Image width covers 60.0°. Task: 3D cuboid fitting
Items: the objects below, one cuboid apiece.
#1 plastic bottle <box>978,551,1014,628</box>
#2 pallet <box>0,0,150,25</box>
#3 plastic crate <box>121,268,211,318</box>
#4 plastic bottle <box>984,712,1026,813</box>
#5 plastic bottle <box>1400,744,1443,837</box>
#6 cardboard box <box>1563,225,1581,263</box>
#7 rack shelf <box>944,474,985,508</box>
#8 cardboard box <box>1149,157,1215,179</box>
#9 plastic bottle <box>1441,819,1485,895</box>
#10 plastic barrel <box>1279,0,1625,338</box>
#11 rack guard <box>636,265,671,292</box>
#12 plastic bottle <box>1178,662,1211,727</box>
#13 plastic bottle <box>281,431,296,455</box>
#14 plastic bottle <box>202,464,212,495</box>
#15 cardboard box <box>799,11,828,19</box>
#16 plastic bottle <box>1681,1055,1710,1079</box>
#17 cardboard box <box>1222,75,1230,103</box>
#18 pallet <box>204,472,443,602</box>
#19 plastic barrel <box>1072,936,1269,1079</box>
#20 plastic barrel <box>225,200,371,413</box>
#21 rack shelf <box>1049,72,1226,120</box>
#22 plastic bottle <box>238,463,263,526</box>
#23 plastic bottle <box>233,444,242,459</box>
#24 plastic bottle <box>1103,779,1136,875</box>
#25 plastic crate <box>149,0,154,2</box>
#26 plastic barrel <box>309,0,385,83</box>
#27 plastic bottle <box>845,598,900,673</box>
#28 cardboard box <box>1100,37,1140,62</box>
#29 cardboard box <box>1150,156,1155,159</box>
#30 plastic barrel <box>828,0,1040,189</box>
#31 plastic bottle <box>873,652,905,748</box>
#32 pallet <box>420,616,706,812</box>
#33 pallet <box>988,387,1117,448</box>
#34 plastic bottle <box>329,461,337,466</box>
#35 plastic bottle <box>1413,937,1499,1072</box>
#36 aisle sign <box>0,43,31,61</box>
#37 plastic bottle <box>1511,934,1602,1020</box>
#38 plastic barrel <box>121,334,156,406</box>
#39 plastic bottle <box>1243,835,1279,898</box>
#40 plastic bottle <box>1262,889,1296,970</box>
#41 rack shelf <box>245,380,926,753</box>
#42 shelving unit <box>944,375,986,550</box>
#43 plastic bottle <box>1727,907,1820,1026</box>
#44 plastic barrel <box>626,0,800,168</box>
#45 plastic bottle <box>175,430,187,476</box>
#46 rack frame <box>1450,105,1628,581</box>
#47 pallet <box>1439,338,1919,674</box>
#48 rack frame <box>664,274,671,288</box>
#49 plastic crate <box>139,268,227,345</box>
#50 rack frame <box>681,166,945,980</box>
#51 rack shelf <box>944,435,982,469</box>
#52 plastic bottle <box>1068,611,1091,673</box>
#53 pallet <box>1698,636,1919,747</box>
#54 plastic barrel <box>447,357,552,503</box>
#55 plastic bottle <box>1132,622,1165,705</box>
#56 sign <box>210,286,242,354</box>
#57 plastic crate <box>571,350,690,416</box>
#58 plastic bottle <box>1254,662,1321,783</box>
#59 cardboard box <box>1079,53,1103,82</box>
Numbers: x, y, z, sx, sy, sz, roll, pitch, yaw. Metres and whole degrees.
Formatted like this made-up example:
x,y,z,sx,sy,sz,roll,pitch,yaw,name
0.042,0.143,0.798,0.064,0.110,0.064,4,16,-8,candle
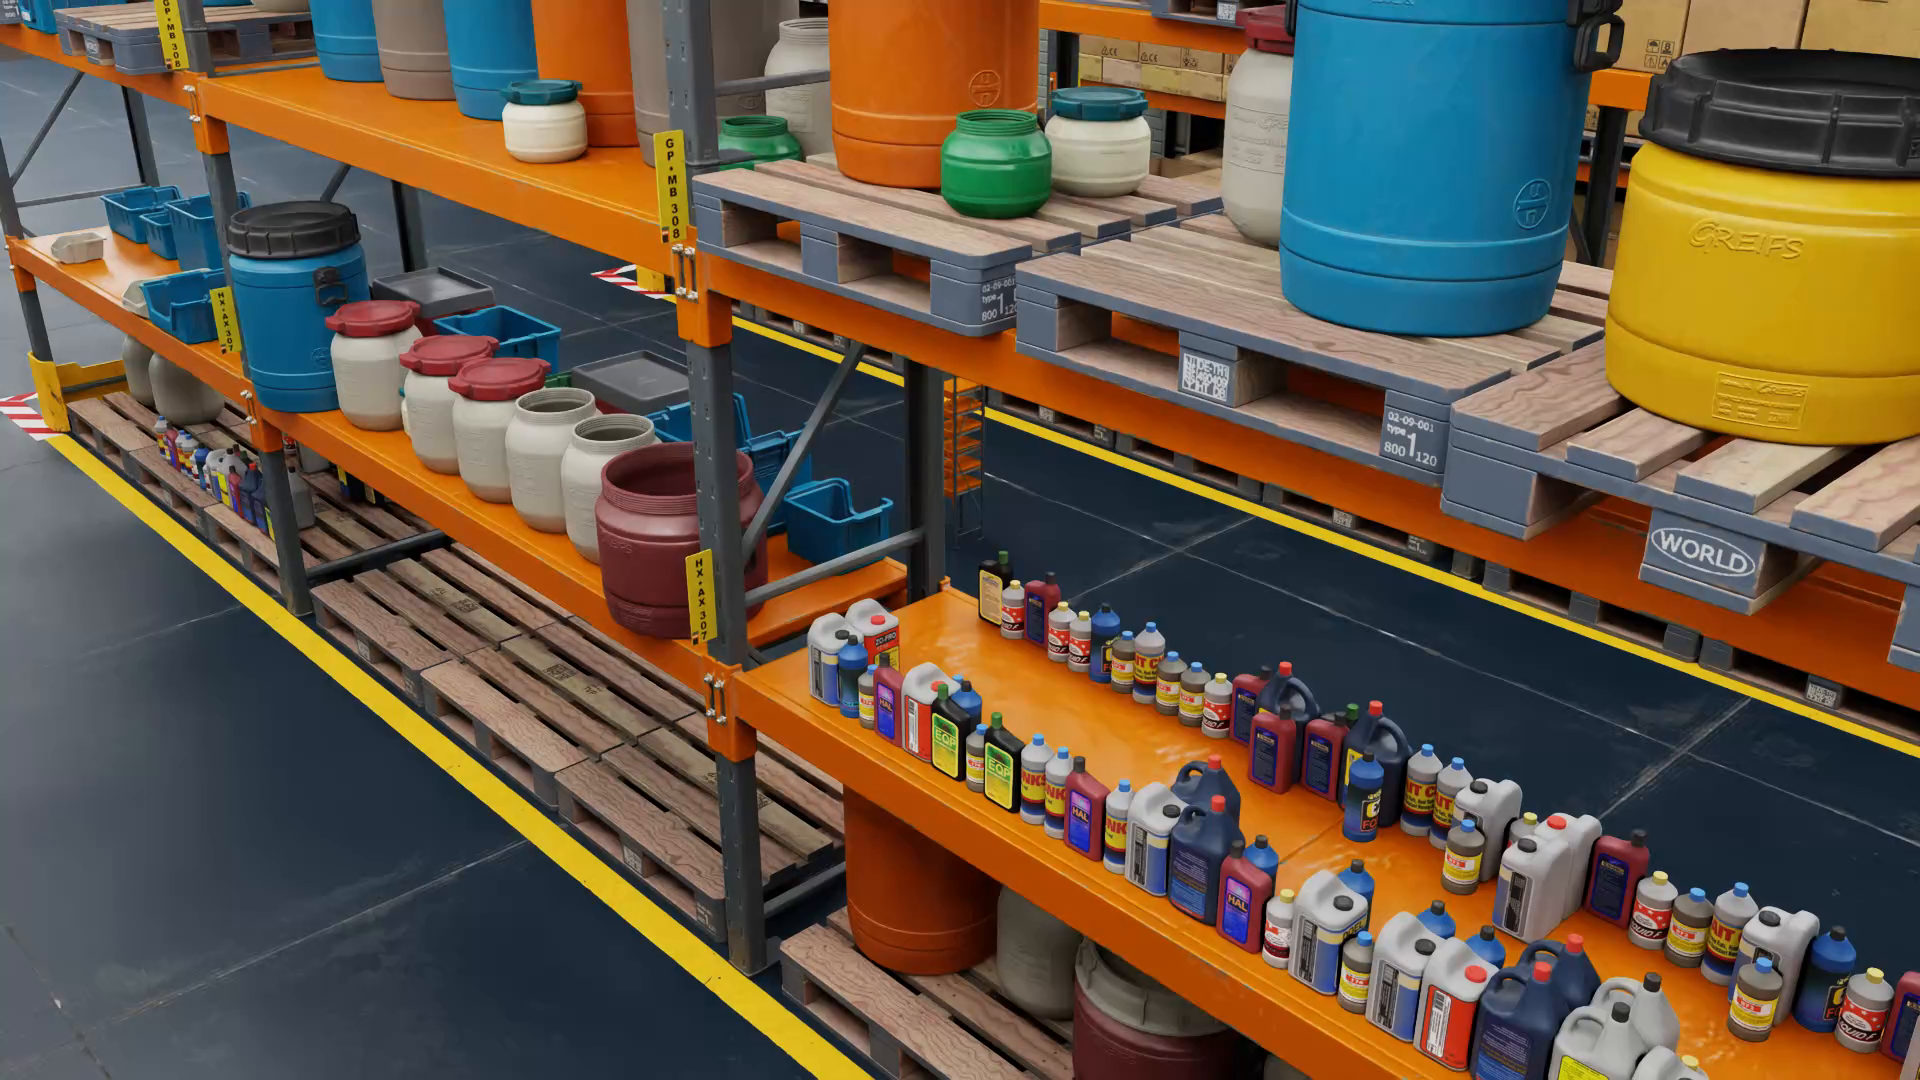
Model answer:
x,y,z,sx,sy,sz,roll,pitch,yaw,name
0.127,0.162,5.921,0.061,0.283,0.133,-21,32,-38,plastic bottle
-5.434,-3.317,10.020,1.003,0.211,1.213,-21,32,-38,pallet
-4.489,-1.405,9.532,0.530,0.136,0.437,-21,32,-38,plastic crate
0.131,0.647,4.858,0.061,0.283,0.133,-21,32,-38,plastic bottle
1.318,0.706,4.743,0.097,0.271,0.097,0,25,0,plastic bottle
5.261,-2.451,13.991,0.700,0.500,0.500,-21,32,-38,cardboard box
-0.010,-0.291,9.629,0.258,0.103,0.180,-21,32,-38,rack shelf
1.297,-2.157,10.744,0.500,0.500,0.500,-19,30,-35,cardboard box
1.365,0.852,4.508,0.097,0.201,0.097,0,25,0,plastic bottle
0.995,-0.938,3.468,0.600,0.901,0.708,-21,32,-38,plastic barrel
-2.327,-2.590,14.826,1.175,0.500,0.348,-21,32,-38,rack guard
0.750,0.486,5.309,0.097,0.201,0.097,0,25,0,plastic bottle
-4.184,-0.644,10.389,0.097,0.201,0.097,0,25,0,plastic bottle
-4.406,-0.379,9.809,0.097,0.201,0.097,0,25,0,plastic bottle
-0.913,-3.733,12.635,0.700,0.500,0.500,-21,32,-38,cardboard box
1.597,1.230,3.678,0.097,0.201,0.097,0,25,0,plastic bottle
2.803,-4.215,15.531,0.500,0.250,0.500,-21,32,-39,cardboard box
-3.623,-0.051,9.608,1.003,0.211,1.213,-21,32,-38,pallet
0.658,1.499,5.249,0.600,0.588,0.708,-21,32,-38,plastic barrel
-3.152,-1.129,8.008,0.600,0.901,0.708,-21,32,-38,plastic barrel
2.670,-4.193,16.195,1.077,0.370,4.000,-21,32,-38,rack shelf
-3.976,-0.271,9.391,0.185,0.351,0.144,22,32,39,plastic bottle
-4.228,-0.419,9.797,0.061,0.283,0.133,-21,32,-38,plastic bottle
0.448,0.782,4.578,0.097,0.271,0.097,0,25,0,plastic bottle
-4.405,-3.181,9.515,0.392,0.384,0.575,-21,32,-38,plastic crate
-2.688,-2.605,7.627,0.600,0.901,0.708,-21,32,-38,plastic barrel
-0.290,0.344,5.532,0.152,0.276,0.135,-21,32,-38,plastic bottle
1.741,-5.026,16.407,0.500,0.500,0.500,-21,32,-38,cardboard box
1.710,-3.868,17.325,0.500,0.311,0.500,19,31,36,cardboard box
-0.075,-1.471,4.723,0.600,0.830,0.708,-21,32,-38,plastic barrel
-0.209,0.496,5.190,0.061,0.283,0.133,-21,32,-38,plastic bottle
-1.791,0.761,7.828,1.003,0.211,1.213,-21,32,-38,pallet
0.956,-1.028,11.748,1.003,0.211,1.213,-21,32,-38,pallet
-3.863,-0.648,10.217,0.144,0.351,0.185,-22,32,-39,plastic bottle
1.174,1.085,3.908,0.152,0.276,0.135,-21,32,-38,plastic bottle
-6.192,-3.438,10.539,0.394,0.787,0.004,-21,32,-38,aisle sign
1.385,1.059,3.874,0.144,0.351,0.185,-21,32,-38,plastic bottle
-5.423,-1.198,11.253,0.421,0.512,0.421,0,25,0,plastic barrel
0.777,0.891,4.339,0.097,0.271,0.097,0,25,0,plastic bottle
0.824,0.980,4.227,0.097,0.201,0.097,0,25,0,plastic bottle
-1.828,-0.171,7.378,1.077,0.370,4.000,-21,32,-38,rack shelf
-0.010,-0.550,9.511,0.258,1.200,0.189,-21,32,-38,shelving unit
1.985,1.017,4.057,0.152,0.276,0.135,-21,32,-38,plastic bottle
-0.863,-1.796,5.854,0.600,0.901,0.600,0,25,0,plastic barrel
-4.682,-0.534,10.063,0.097,0.271,0.097,0,25,0,plastic bottle
3.158,-1.297,8.978,1.000,3.000,0.127,-21,32,-38,rack frame
1.666,-0.169,3.120,1.213,0.211,1.003,-21,32,-38,pallet
-2.310,-3.720,14.291,1.000,3.000,0.127,-21,32,-38,rack frame
-4.149,-1.295,9.154,0.499,0.251,0.616,-21,32,-38,plastic crate
-0.461,0.107,5.900,1.000,3.000,0.127,-21,32,-38,rack frame
-0.010,-0.510,9.529,0.258,0.103,0.180,-21,32,-38,rack shelf
0.417,0.339,5.632,0.097,0.201,0.097,0,25,0,plastic bottle
4.470,0.579,8.228,1.003,0.211,1.213,-21,32,-38,pallet
-1.903,-0.461,6.982,0.433,0.535,0.433,0,25,0,plastic barrel
0.617,0.396,5.424,0.097,0.271,0.097,0,25,0,plastic bottle
-3.604,-1.078,8.165,0.100,0.325,0.005,-21,32,-38,sign
-1.342,-0.498,7.151,0.402,0.464,0.583,-21,32,-38,plastic crate
0.987,0.538,5.017,0.144,0.351,0.185,-21,32,-38,plastic bottle
1.405,-4.830,16.879,0.500,0.250,0.500,-22,33,-40,cardboard box
